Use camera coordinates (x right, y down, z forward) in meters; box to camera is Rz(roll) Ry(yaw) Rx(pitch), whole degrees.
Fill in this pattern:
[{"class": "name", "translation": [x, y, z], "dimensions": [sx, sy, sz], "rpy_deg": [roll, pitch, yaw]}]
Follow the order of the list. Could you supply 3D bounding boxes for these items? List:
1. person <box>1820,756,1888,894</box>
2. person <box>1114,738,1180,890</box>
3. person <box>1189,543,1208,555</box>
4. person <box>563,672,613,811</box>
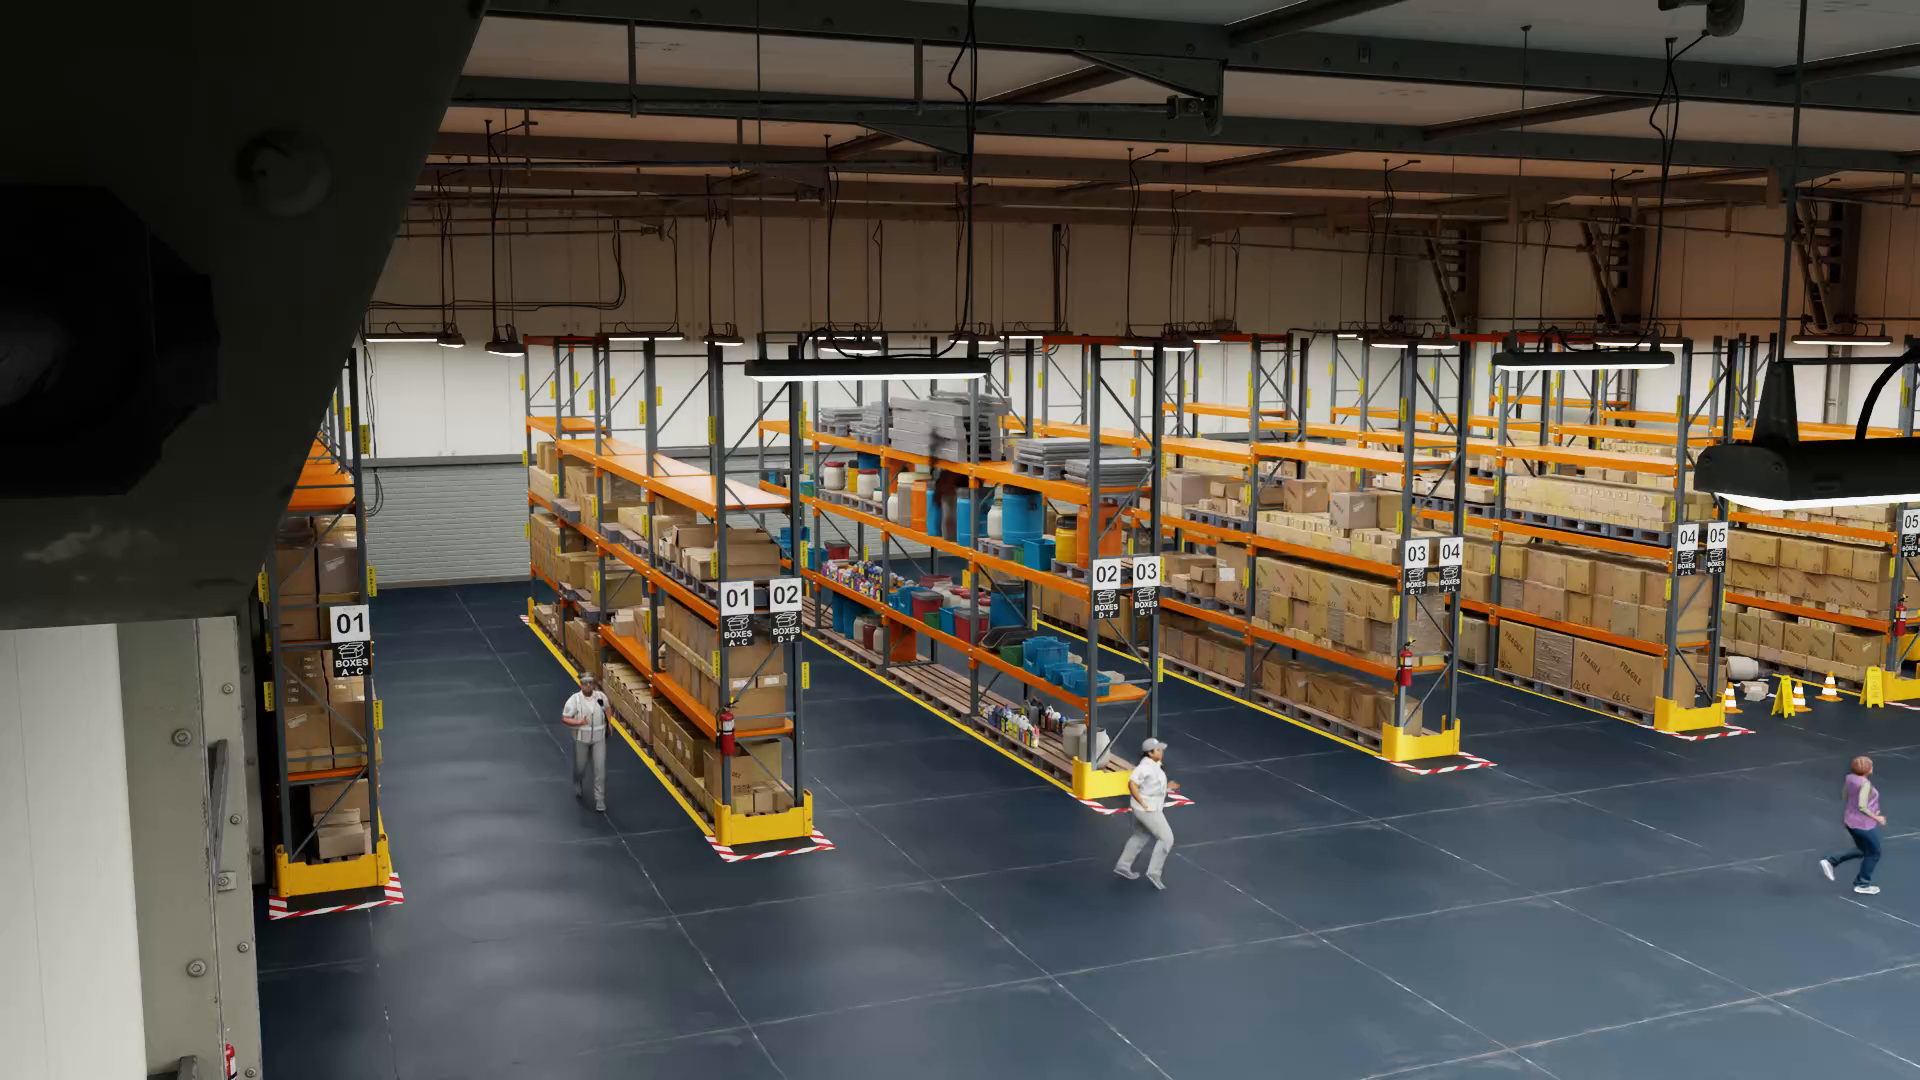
[{"class": "person", "translation": [9.875, 3.137, 18.322], "dimensions": [0.625, 1.550, 0.539], "rpy_deg": [0, 8, 3]}, {"class": "person", "translation": [2.107, 3.055, 18.651], "dimensions": [0.720, 1.718, 0.579], "rpy_deg": [1, 8, 6]}, {"class": "person", "translation": [6.010, -0.068, 41.494], "dimensions": [0.670, 1.718, 0.685], "rpy_deg": [3, 8, 24]}, {"class": "person", "translation": [-4.829, 2.570, 21.654], "dimensions": [0.670, 1.757, 0.968], "rpy_deg": [-3, 8, -23]}]
